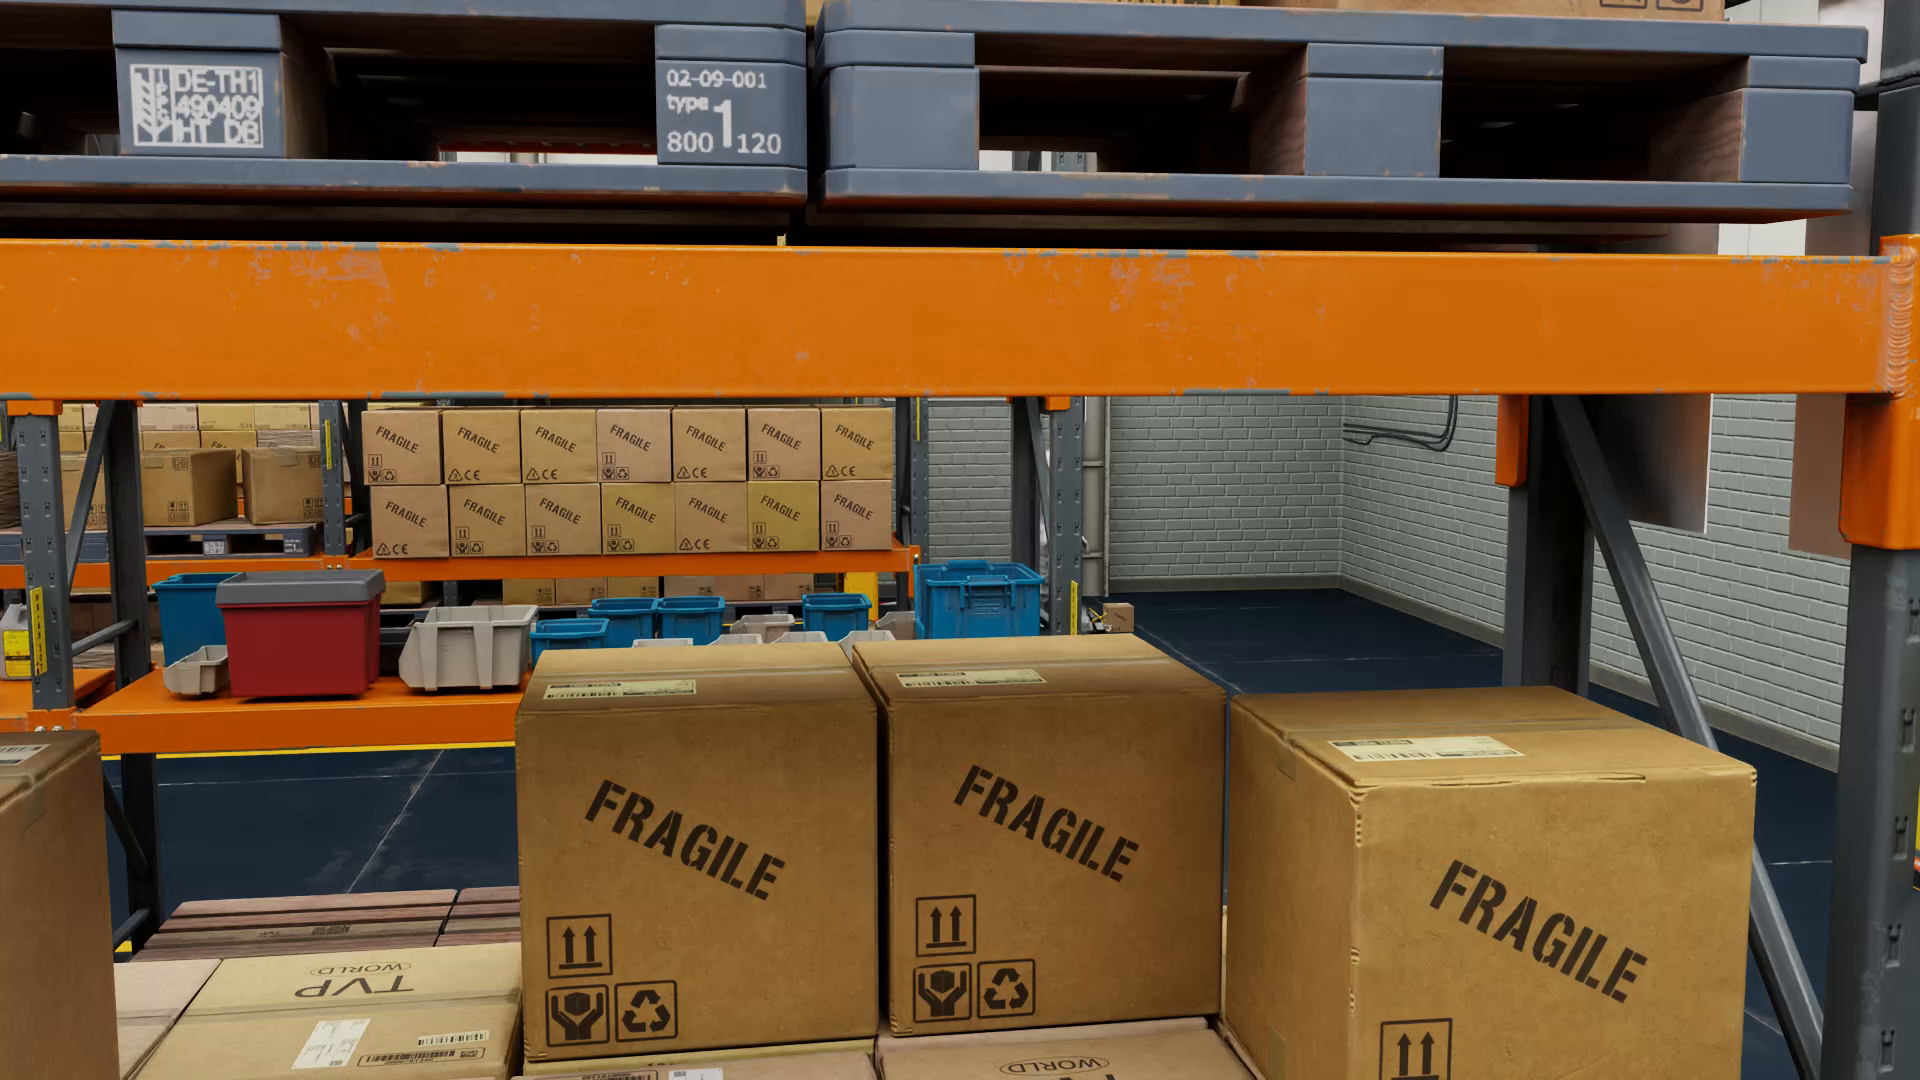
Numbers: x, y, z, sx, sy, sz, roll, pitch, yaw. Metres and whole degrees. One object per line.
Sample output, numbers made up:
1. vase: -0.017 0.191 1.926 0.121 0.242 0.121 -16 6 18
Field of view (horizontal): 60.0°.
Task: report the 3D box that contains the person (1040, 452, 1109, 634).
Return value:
1. person: 1.044 0.014 16.028 0.995 1.727 0.593 3 7 25
